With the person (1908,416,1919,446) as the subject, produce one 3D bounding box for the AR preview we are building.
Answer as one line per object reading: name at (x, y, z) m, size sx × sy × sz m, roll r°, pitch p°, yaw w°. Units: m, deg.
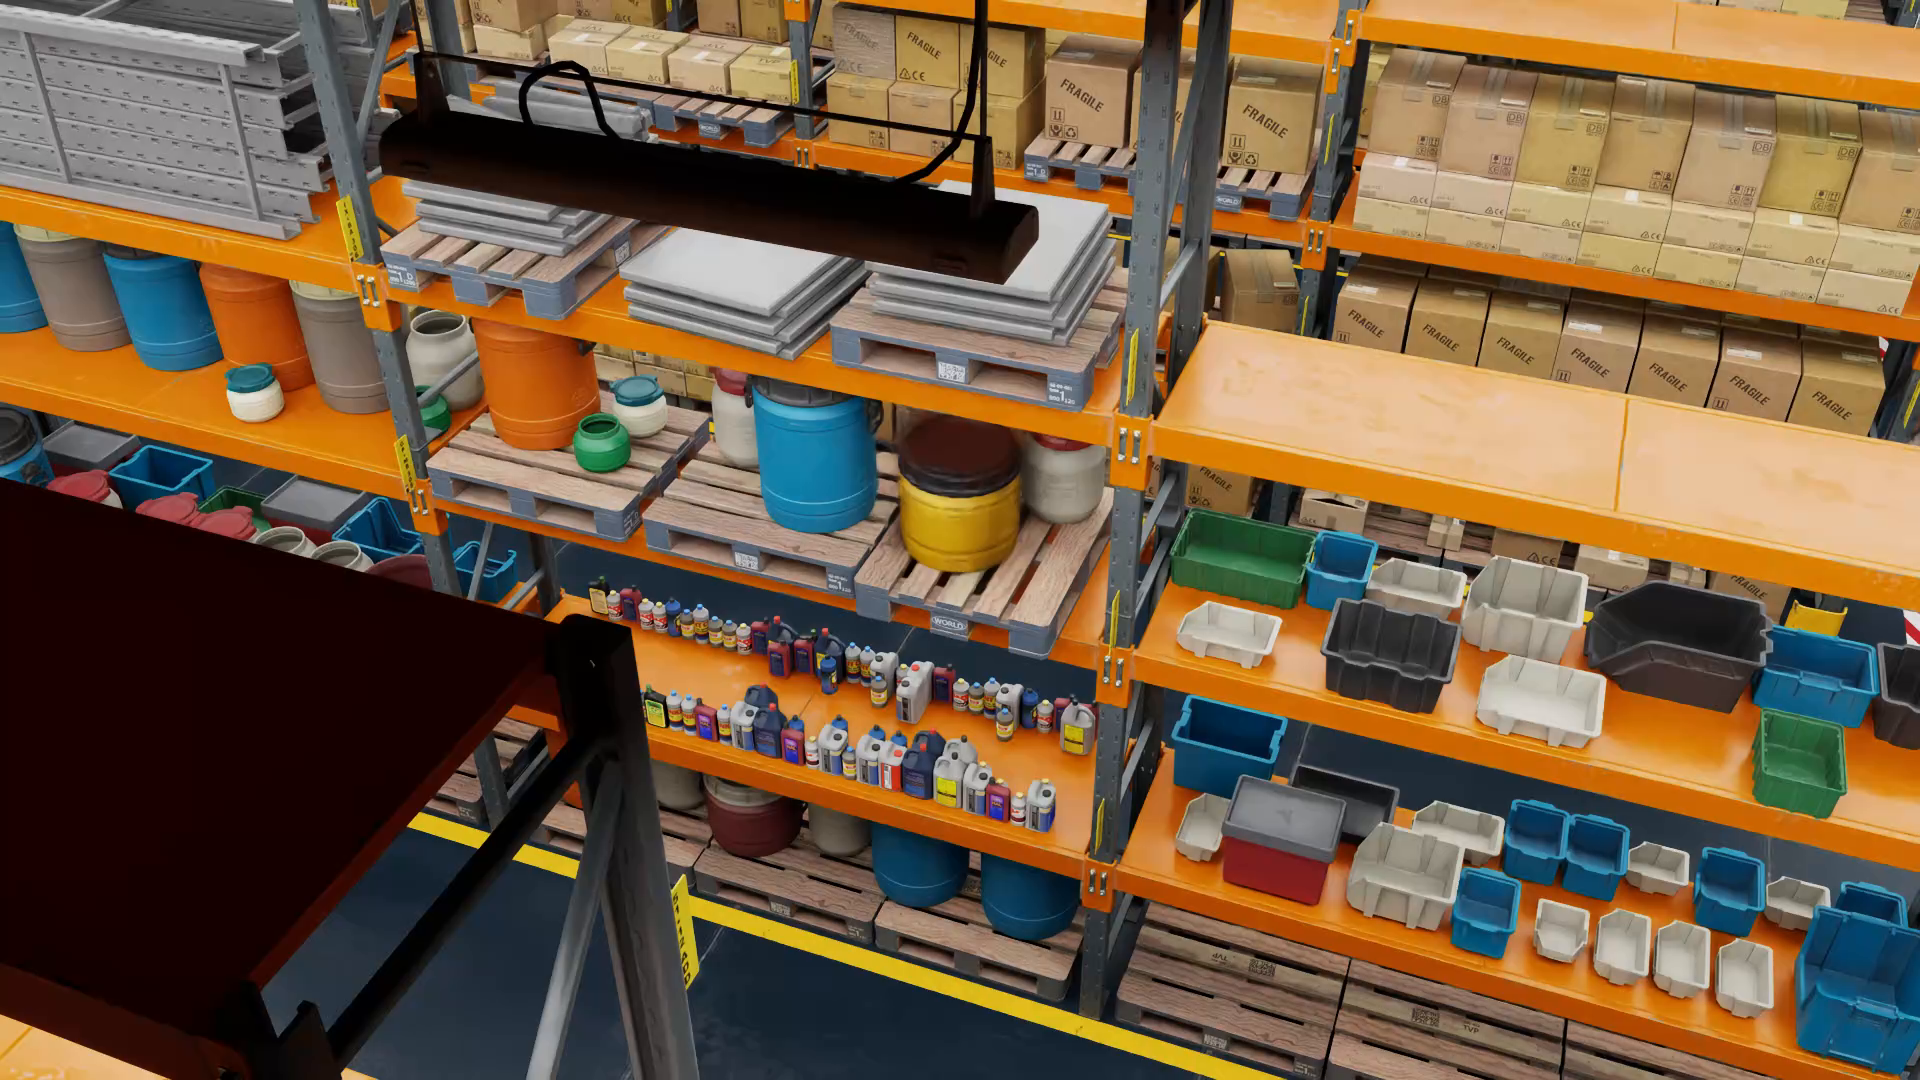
person at (7.597, -0.658, 12.881) m, size 0.533 × 1.763 × 0.662 m, roll -7°, pitch 37°, yaw -9°
